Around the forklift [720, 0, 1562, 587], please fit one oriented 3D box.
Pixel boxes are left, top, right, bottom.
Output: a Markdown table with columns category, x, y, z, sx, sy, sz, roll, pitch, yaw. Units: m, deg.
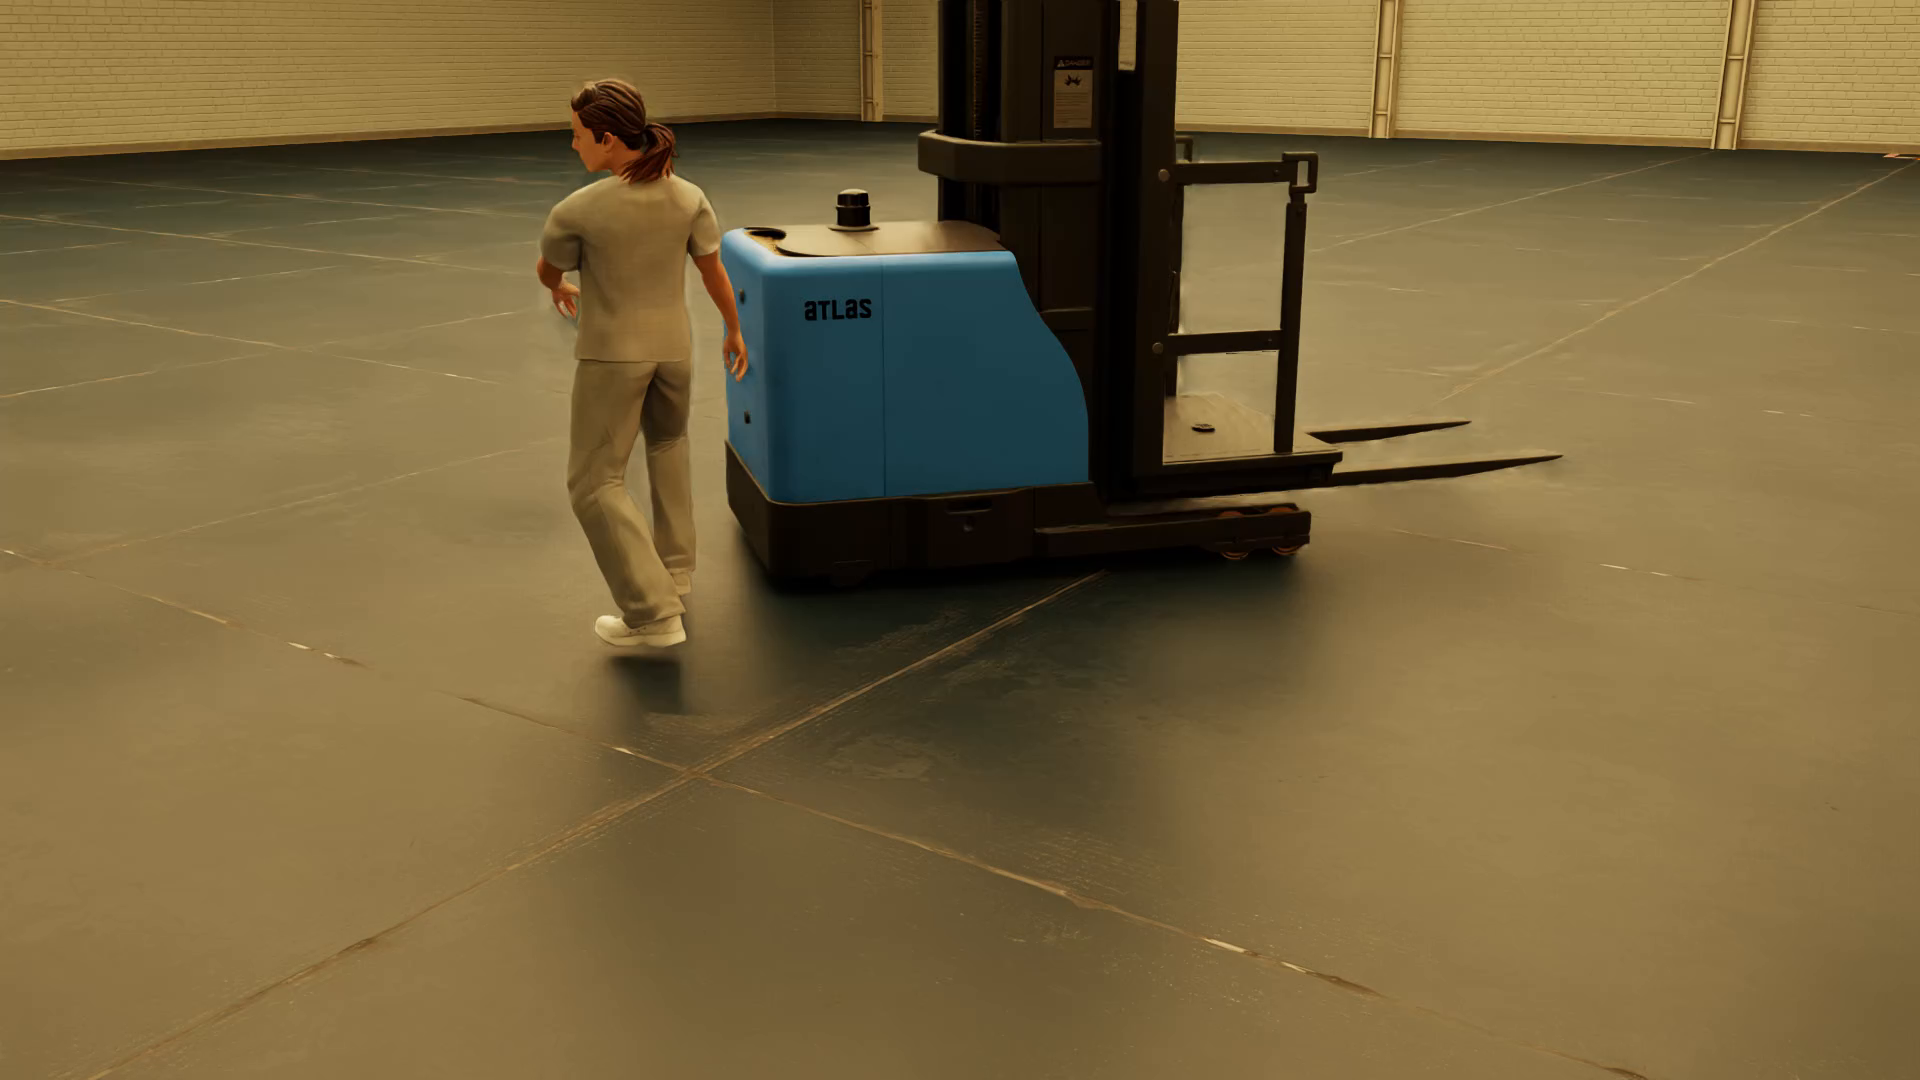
| category | x | y | z | sx | sy | sz | roll | pitch | yaw |
| --- | --- | --- | --- | --- | --- | --- | --- | --- | --- |
| forklift | 0.713 | -1.476 | 5.768 | 3.031 | 2.935 | 1.130 | -5 | 17 | -16 |

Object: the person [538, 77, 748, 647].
| category | x | y | z | sx | sy | sz | roll | pitch | yaw |
| --- | --- | --- | --- | --- | --- | --- | --- | --- | --- |
| person | -0.927 | -0.549 | 4.936 | 0.639 | 1.583 | 0.778 | -16 | 23 | -42 |
